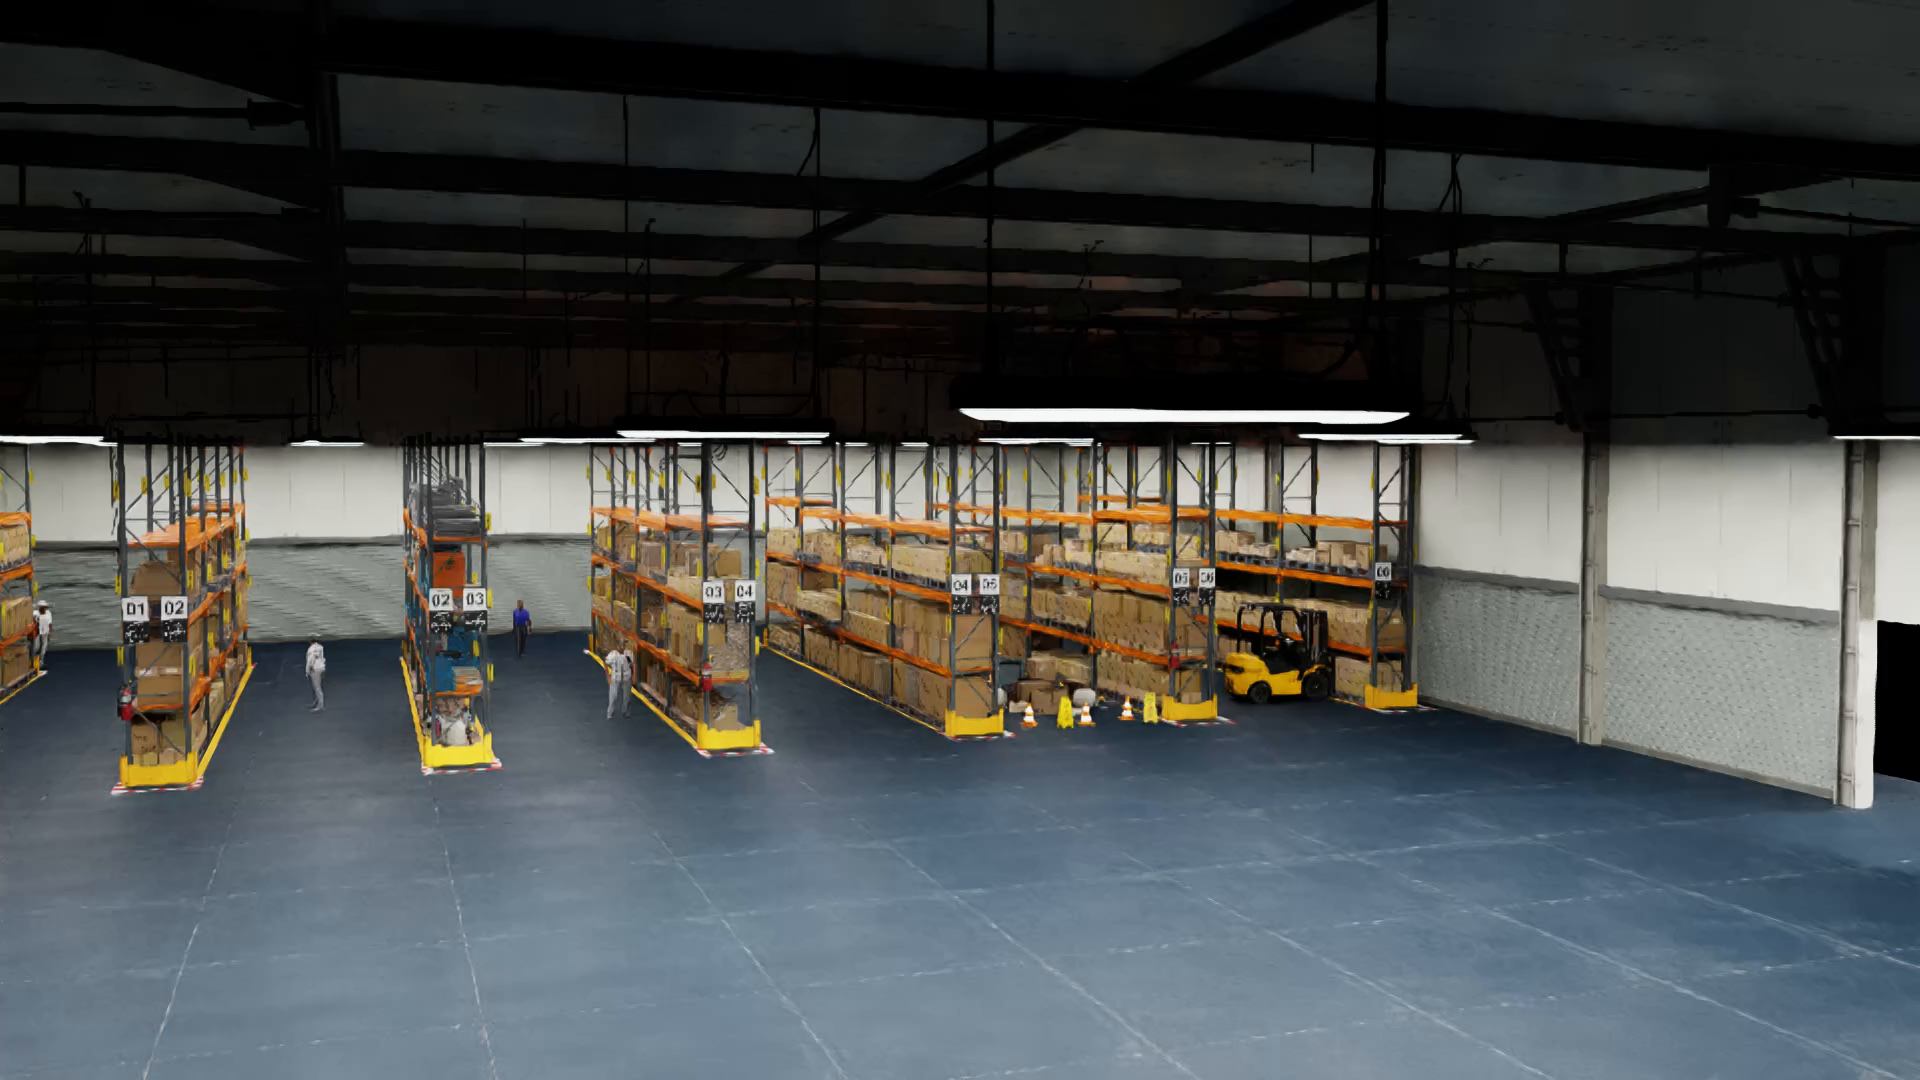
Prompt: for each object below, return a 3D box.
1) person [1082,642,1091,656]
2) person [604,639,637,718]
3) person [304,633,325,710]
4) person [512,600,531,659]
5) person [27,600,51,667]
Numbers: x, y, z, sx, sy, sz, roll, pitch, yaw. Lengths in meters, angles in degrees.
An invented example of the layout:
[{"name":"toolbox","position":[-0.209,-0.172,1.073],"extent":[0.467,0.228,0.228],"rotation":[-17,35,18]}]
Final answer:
[{"name":"person","position":[3.372,2.341,44.818],"extent":[0.569,1.768,0.628],"rotation":[1,3,11]},{"name":"person","position":[-7.189,2.918,35.215],"extent":[0.682,1.715,0.542],"rotation":[-1,3,-20]},{"name":"person","position":[-14.108,2.860,36.353],"extent":[0.537,1.665,0.573],"rotation":[1,3,9]},{"name":"person","position":[-11.919,2.420,45.223],"extent":[0.461,1.580,0.999],"rotation":[-1,3,-21]},{"name":"person","position":[-24.110,2.436,43.536],"extent":[0.571,1.759,0.616],"rotation":[2,4,34]}]
